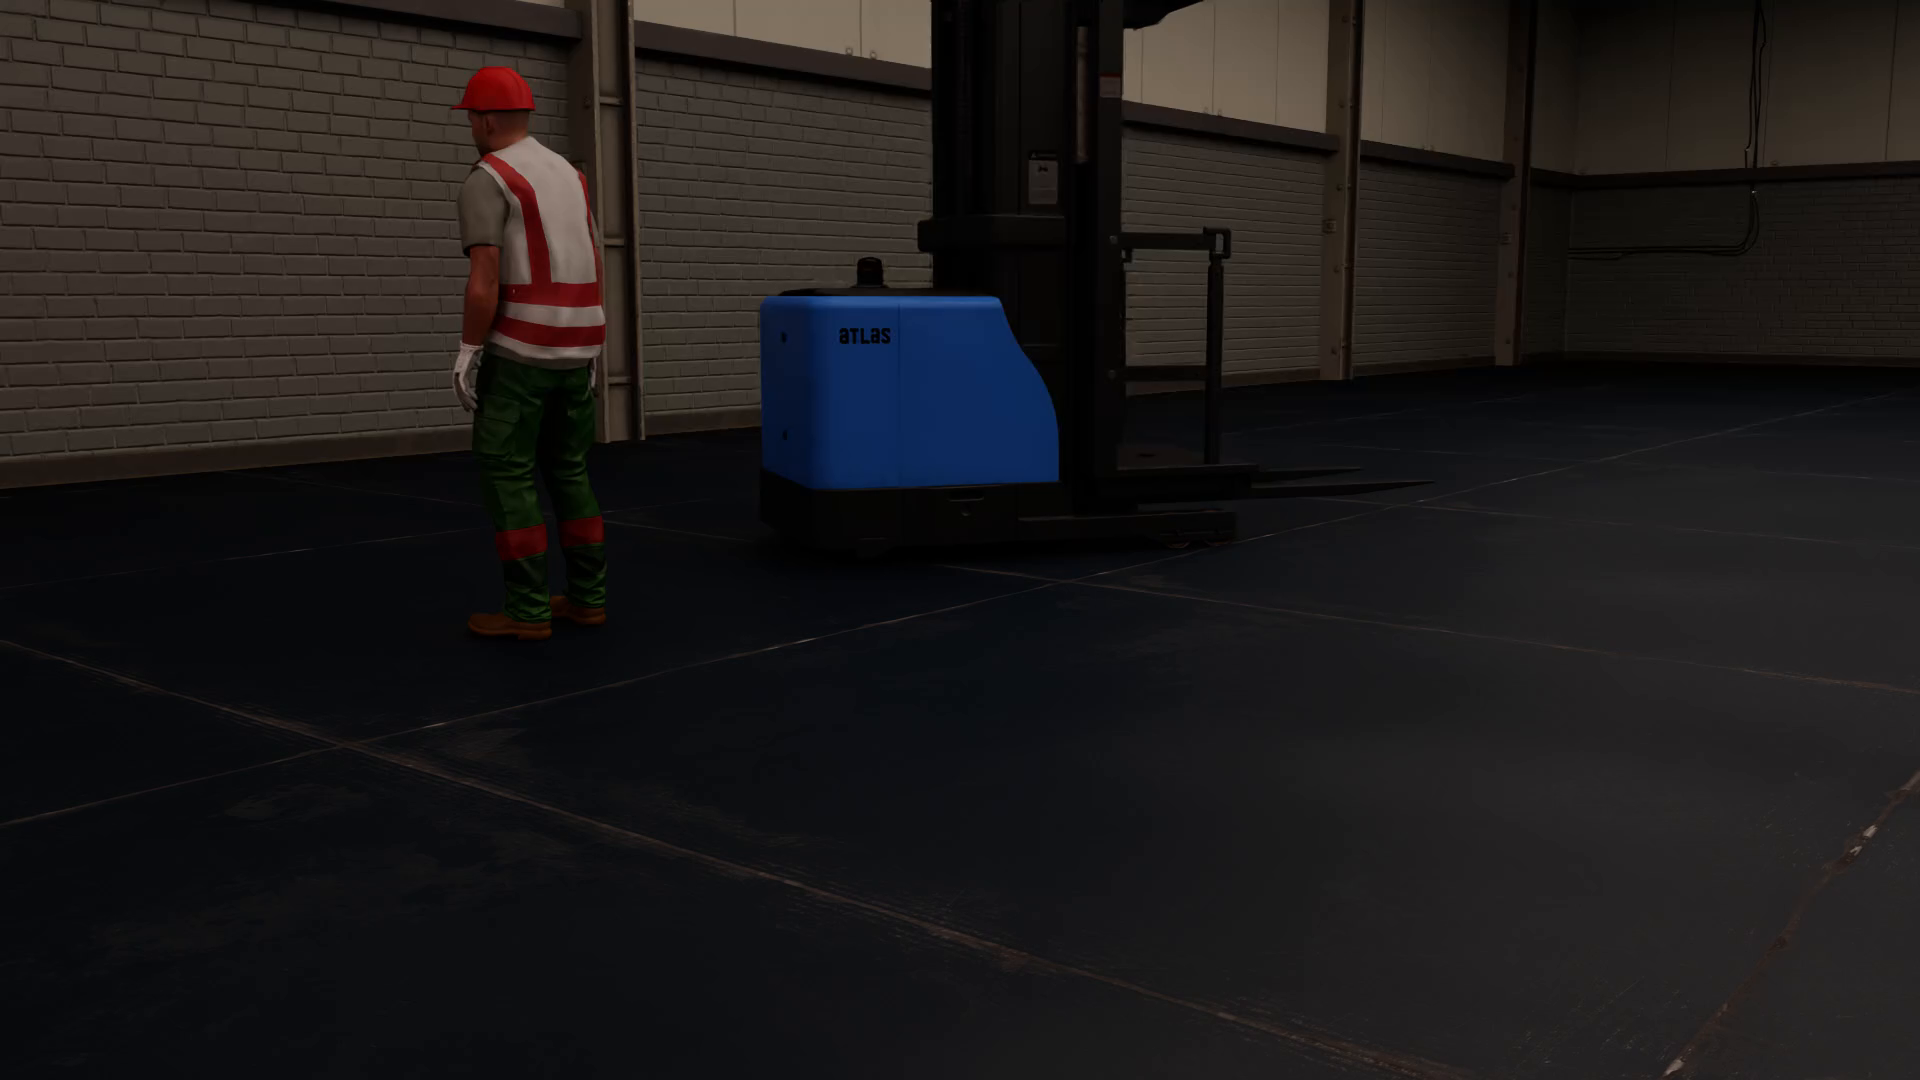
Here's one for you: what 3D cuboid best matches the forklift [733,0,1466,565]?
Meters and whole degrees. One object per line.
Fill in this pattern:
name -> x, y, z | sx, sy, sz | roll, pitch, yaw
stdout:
forklift -> 0.599, -1.433, 7.077 | 3.031, 2.935, 1.130 | 2, 8, 11

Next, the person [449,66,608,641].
person -> -1.369, -0.583, 5.257 | 0.453, 1.778, 0.617 | 5, 9, 29
